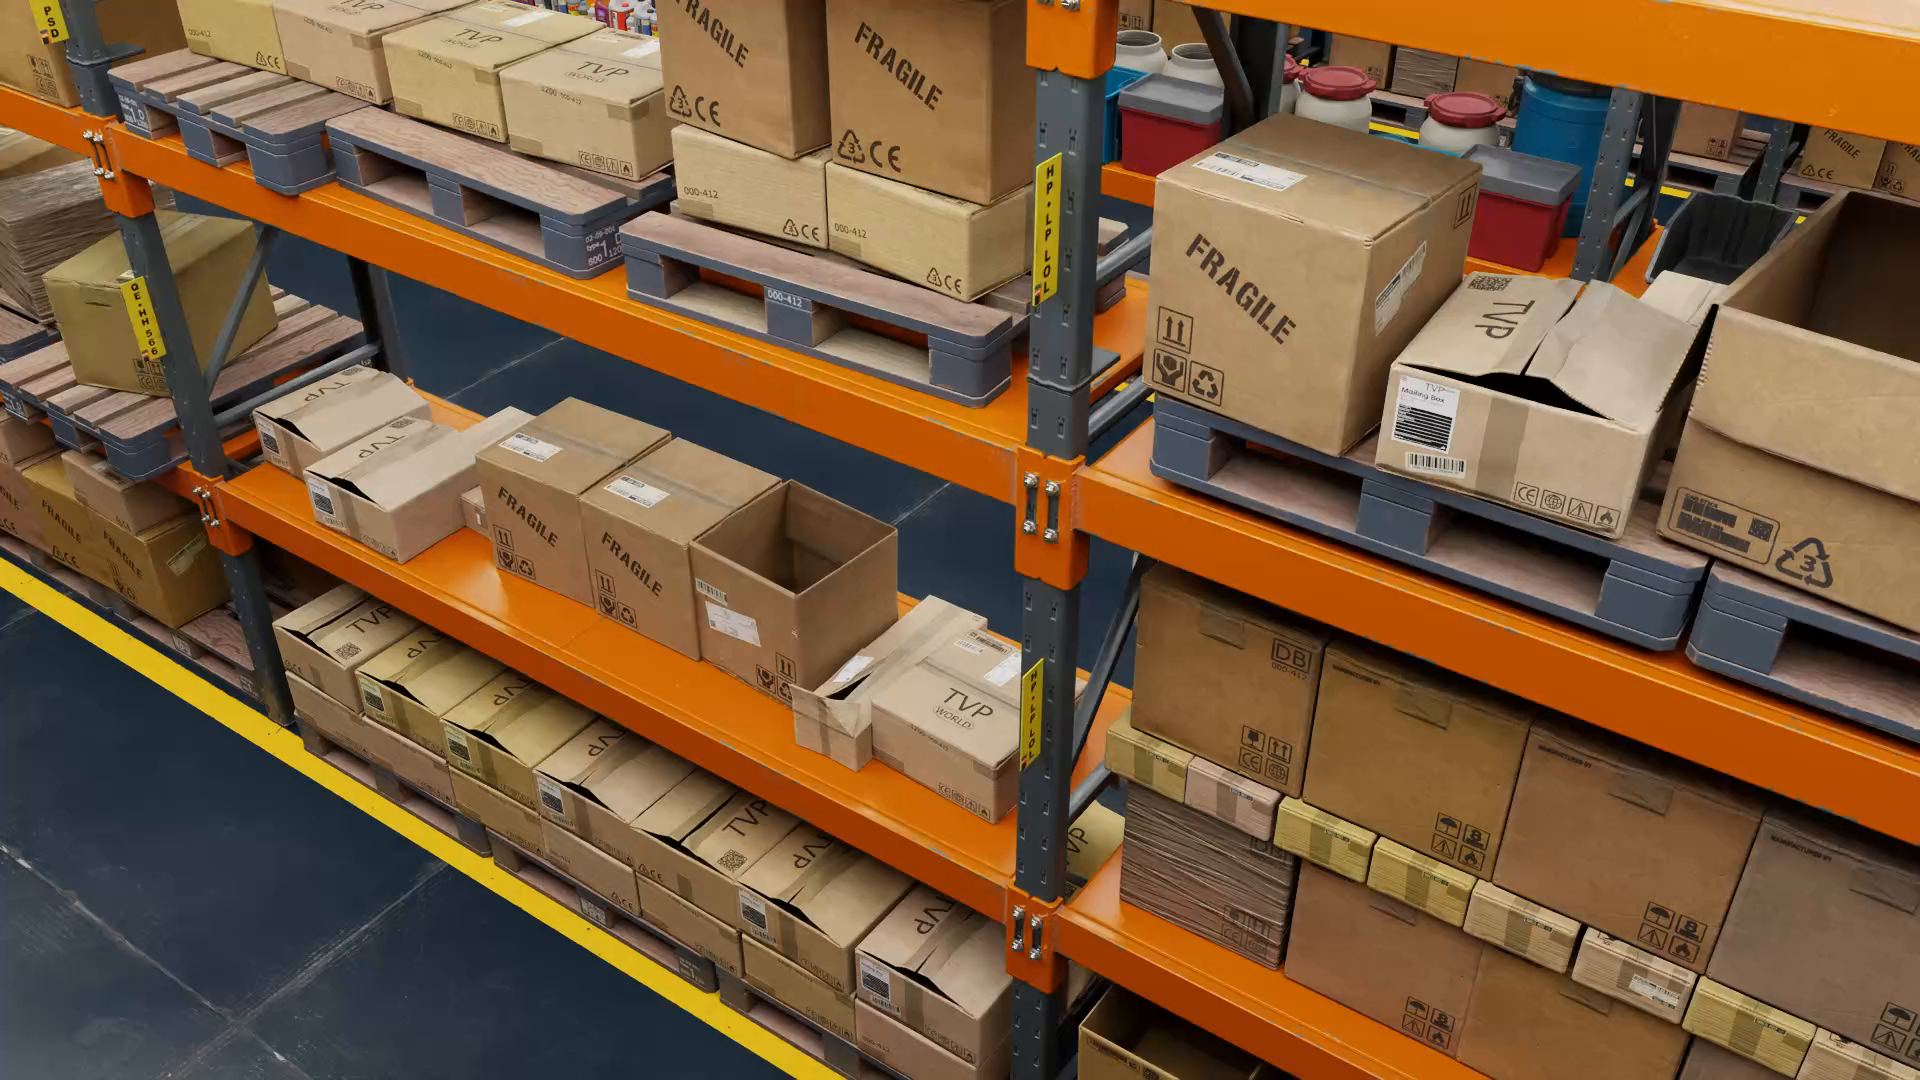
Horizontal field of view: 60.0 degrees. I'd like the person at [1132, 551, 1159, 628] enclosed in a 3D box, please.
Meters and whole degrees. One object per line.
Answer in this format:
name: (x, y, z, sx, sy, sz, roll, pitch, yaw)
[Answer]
person: (0.916, 0.299, 6.689, 0.456, 1.761, 0.627, 22, 40, 28)
